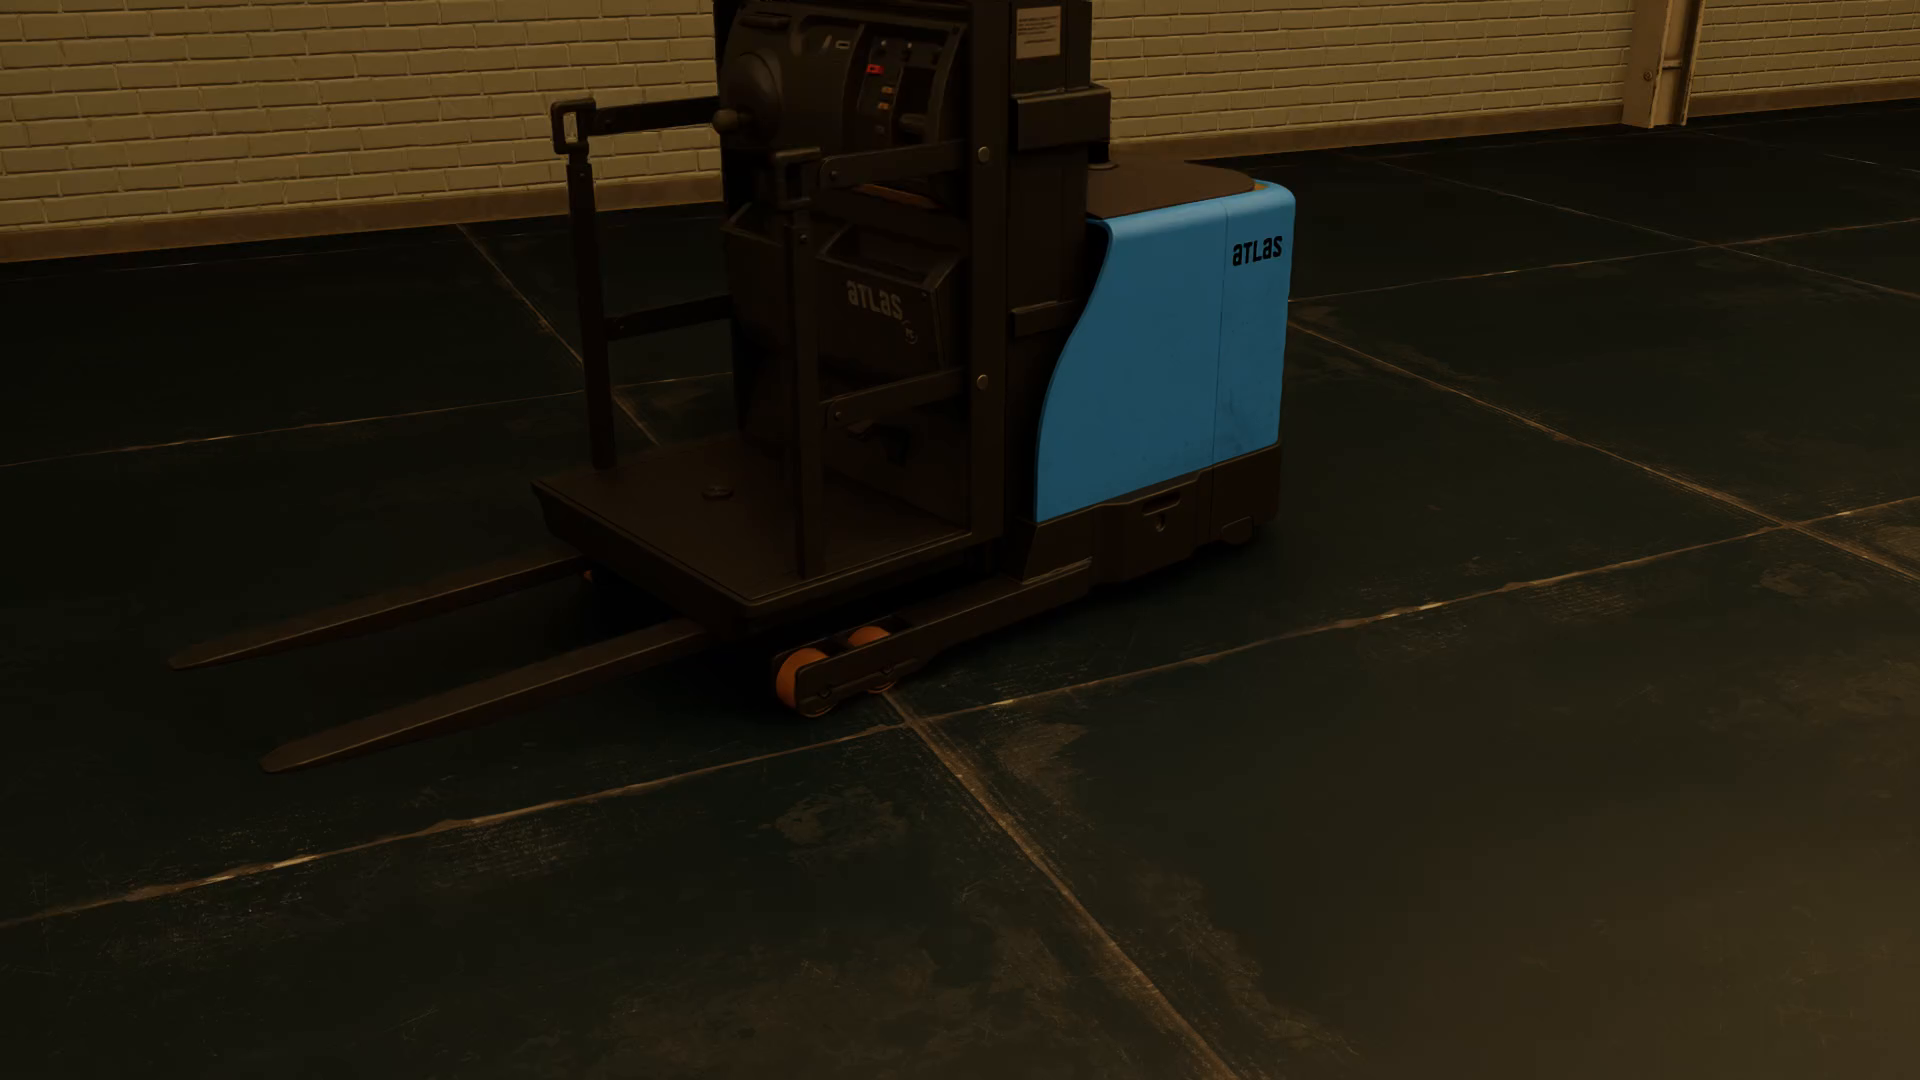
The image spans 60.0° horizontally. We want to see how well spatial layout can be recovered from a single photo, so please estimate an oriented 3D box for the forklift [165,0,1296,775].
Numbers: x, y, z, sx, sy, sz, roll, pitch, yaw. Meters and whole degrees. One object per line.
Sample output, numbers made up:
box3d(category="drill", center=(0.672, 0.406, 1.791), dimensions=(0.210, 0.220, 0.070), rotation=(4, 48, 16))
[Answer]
box3d(category="forklift", center=(-0.474, -1.147, 4.048), dimensions=(3.031, 2.935, 1.130), rotation=(-18, 29, -37))
